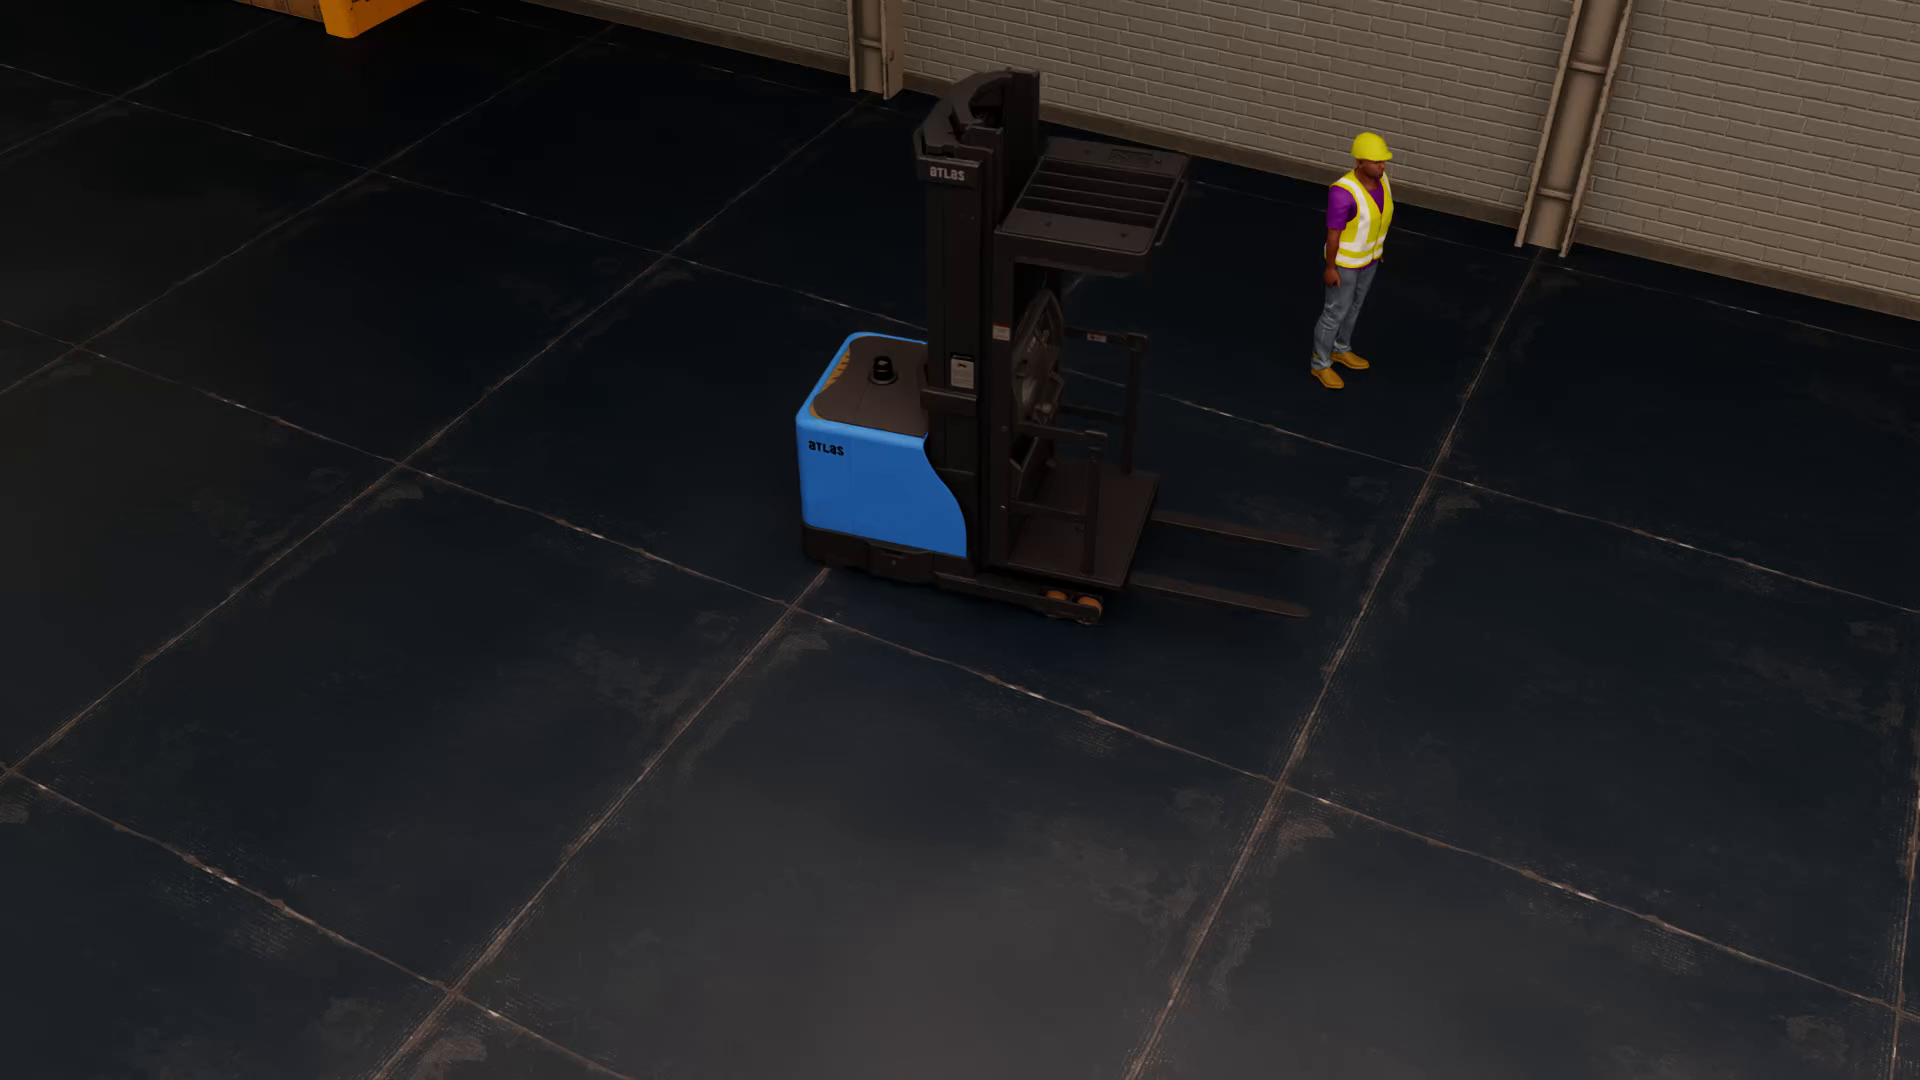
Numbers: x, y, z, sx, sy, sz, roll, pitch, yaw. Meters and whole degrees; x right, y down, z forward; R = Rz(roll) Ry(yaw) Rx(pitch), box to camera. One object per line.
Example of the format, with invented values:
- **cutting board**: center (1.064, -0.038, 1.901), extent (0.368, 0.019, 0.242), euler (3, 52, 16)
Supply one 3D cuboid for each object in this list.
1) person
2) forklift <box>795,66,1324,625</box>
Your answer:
- **person**: center (2.651, -1.885, 11.130), extent (0.382, 1.771, 0.552), euler (33, 50, 33)
- **forklift**: center (0.618, -1.010, 9.185), extent (3.031, 2.935, 1.130), euler (11, 41, 13)
